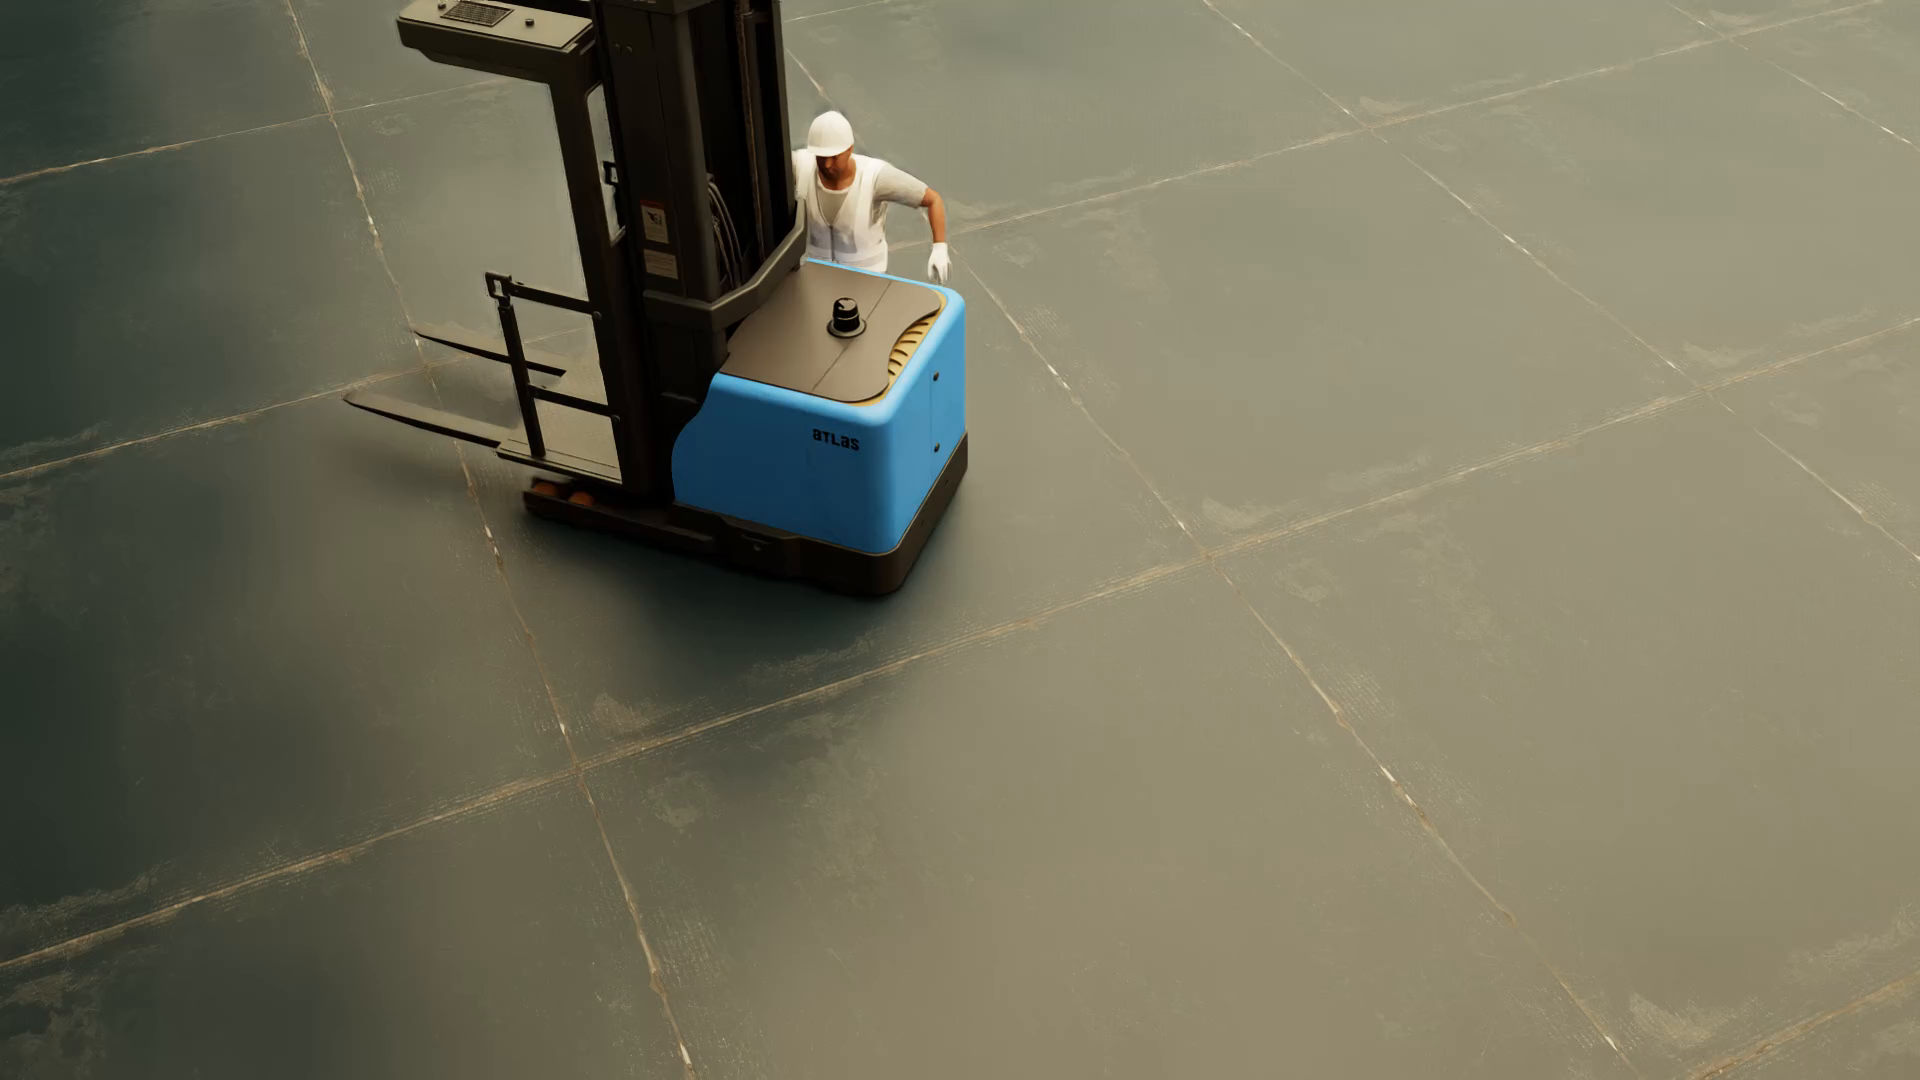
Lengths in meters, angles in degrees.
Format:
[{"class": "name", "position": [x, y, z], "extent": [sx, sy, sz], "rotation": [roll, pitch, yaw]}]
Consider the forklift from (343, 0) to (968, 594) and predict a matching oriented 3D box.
[{"class": "forklift", "position": [-1.534, -1.456, 7.240], "extent": [3.031, 2.935, 1.130], "rotation": [15, 45, 15]}]

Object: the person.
[{"class": "person", "position": [-0.595, -1.176, 7.875], "extent": [1.082, 1.666, 0.807], "rotation": [11, 44, 11]}]
